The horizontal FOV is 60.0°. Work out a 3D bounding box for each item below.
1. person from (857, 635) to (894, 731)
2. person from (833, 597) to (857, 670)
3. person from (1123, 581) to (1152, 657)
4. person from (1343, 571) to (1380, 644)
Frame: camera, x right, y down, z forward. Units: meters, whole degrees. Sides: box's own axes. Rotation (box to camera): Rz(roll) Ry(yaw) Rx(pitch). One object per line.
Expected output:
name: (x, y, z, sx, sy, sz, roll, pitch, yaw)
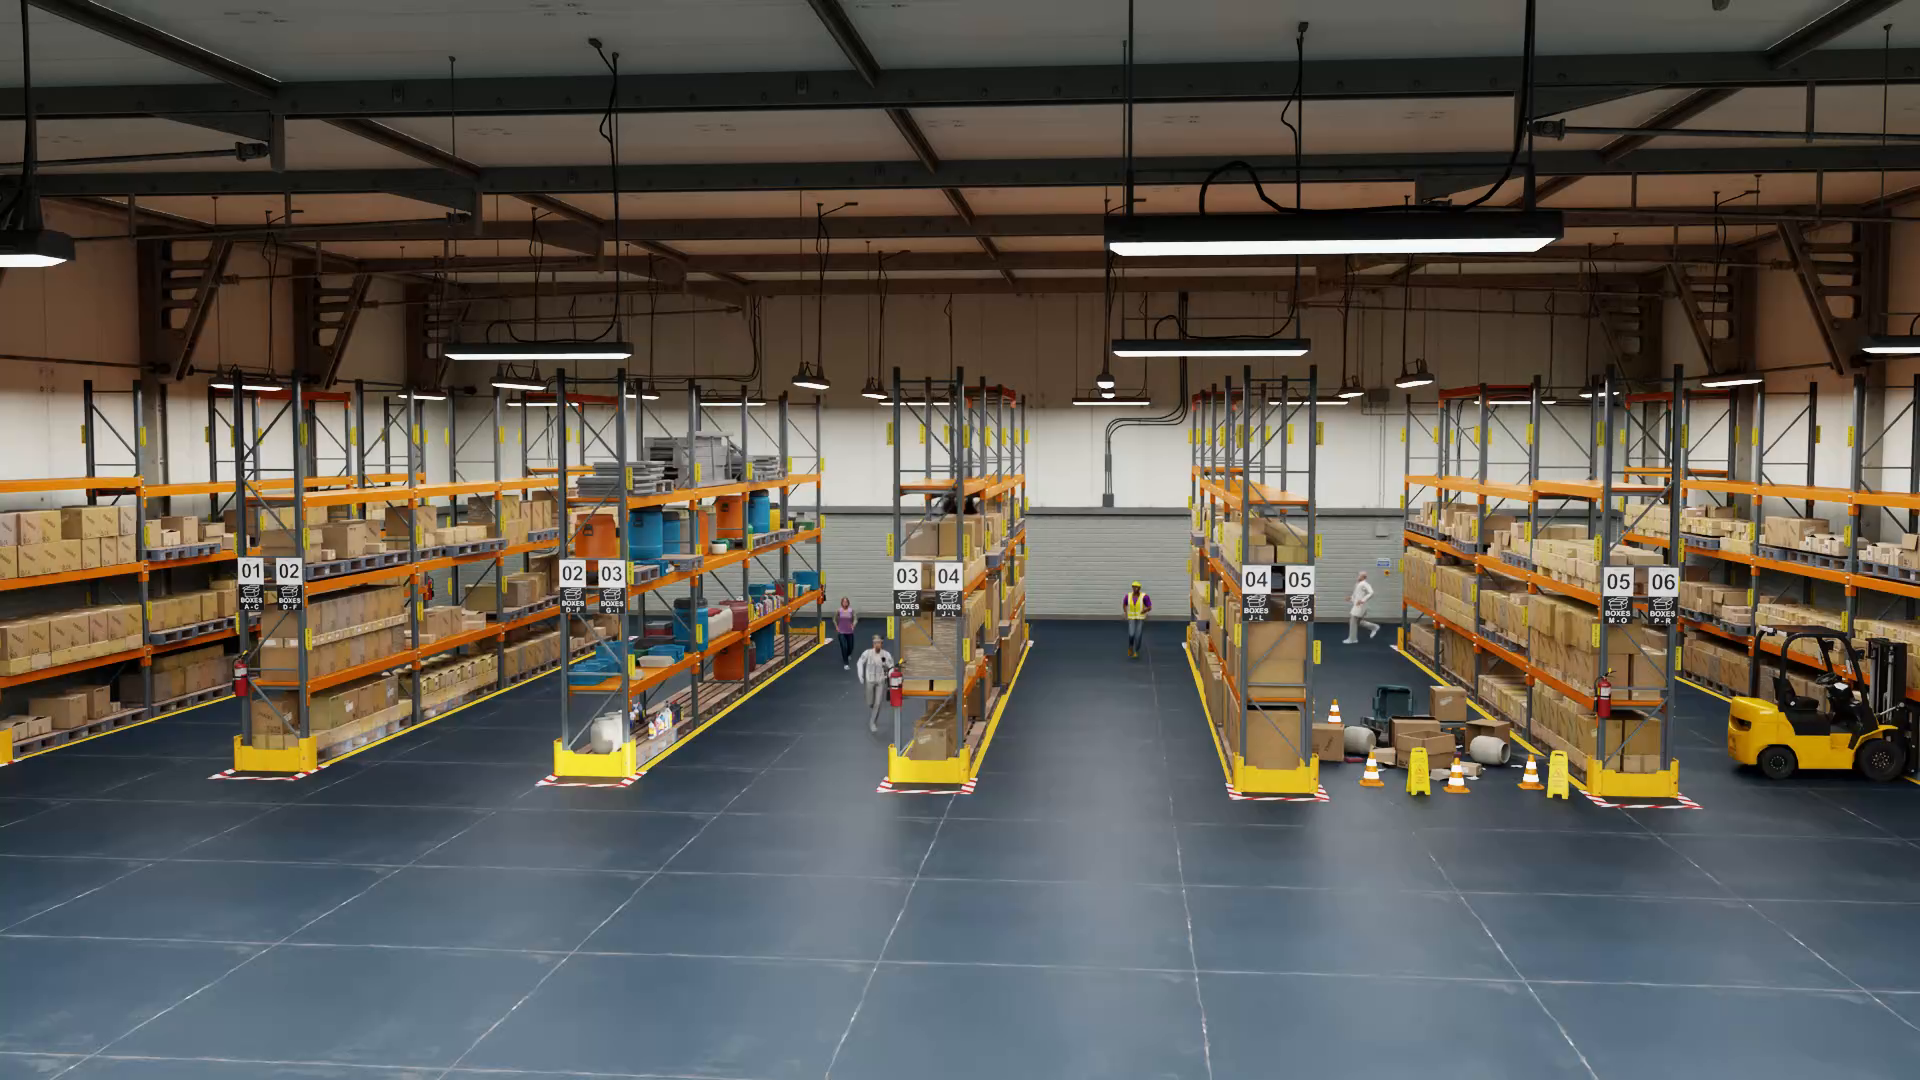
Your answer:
person: (-1.441, 2.430, 28.544, 0.648, 1.655, 0.665, 0, 4, 2)
person: (-2.472, 2.001, 35.792, 0.527, 1.555, 0.588, 0, 4, -7)
person: (3.984, 1.796, 37.556, 0.677, 1.729, 0.603, 1, 4, 13)
person: (9.730, 1.632, 40.241, 0.918, 1.764, 0.712, 0, 4, 2)
